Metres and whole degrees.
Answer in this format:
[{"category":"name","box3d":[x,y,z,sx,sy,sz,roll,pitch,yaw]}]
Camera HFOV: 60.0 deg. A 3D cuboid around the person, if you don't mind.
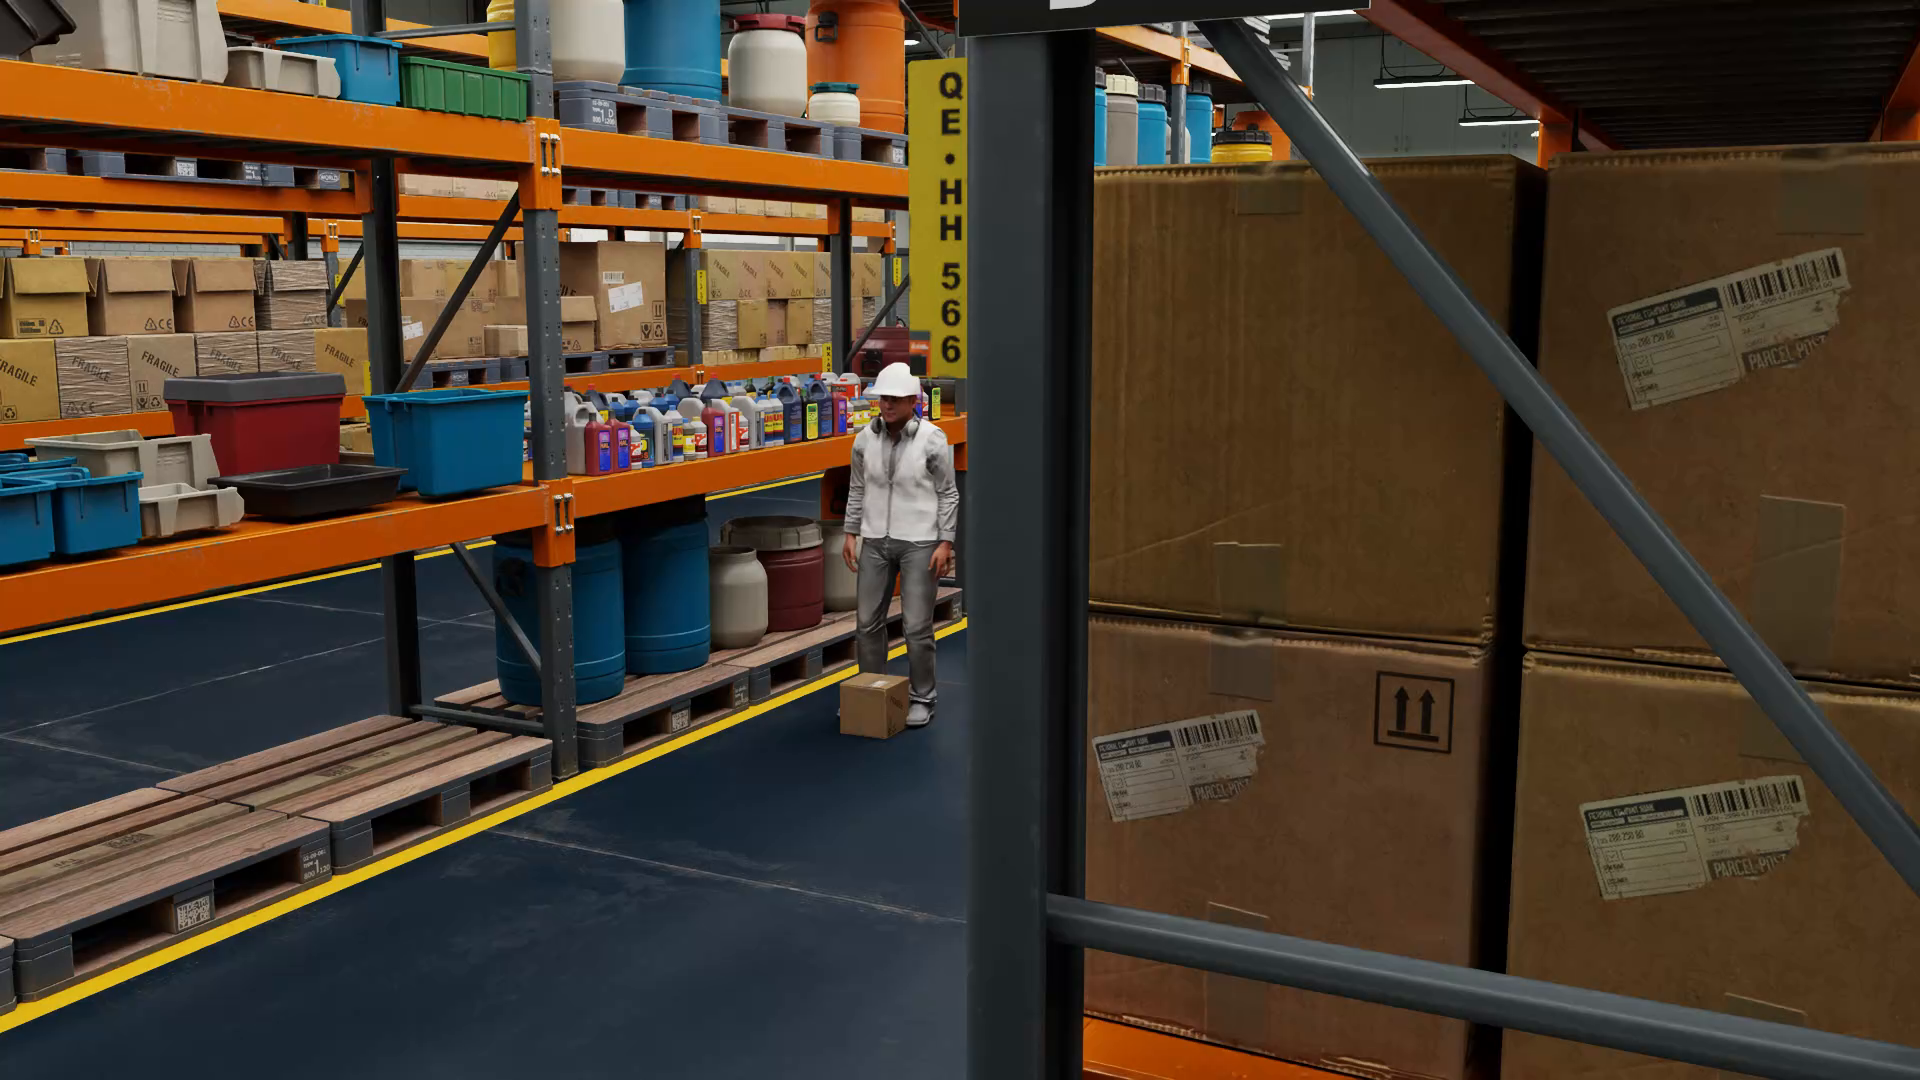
[{"category":"person","box3d":[-0.297,0.015,8.181,0.593,1.773,0.457,4,10,23]}]
